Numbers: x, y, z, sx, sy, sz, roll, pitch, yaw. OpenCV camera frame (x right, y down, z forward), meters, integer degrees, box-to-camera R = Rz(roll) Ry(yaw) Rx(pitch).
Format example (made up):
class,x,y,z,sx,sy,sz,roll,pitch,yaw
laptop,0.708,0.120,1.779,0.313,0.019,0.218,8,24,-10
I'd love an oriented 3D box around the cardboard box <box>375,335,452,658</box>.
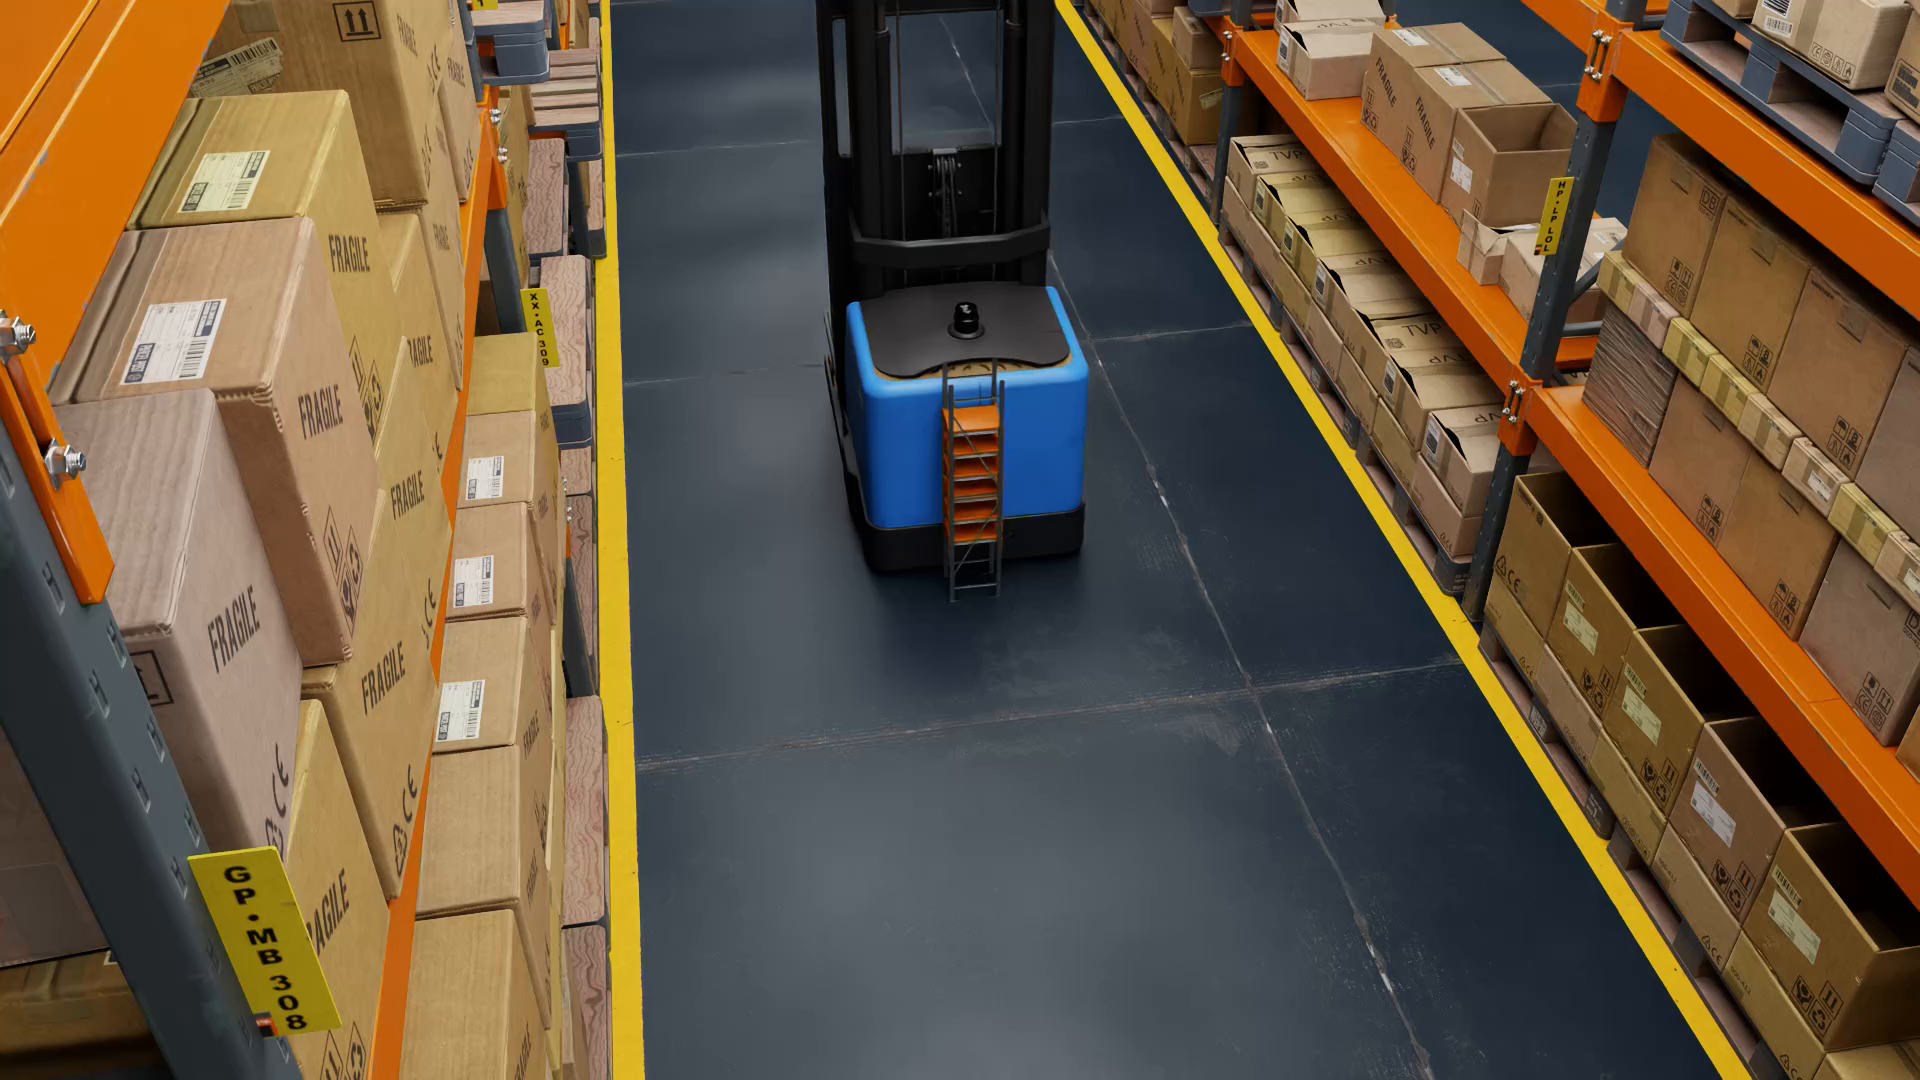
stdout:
class,x,y,z,sx,sy,sz,roll,pitch,yaw
cardboard box,-1.309,-0.040,3.213,0.500,0.500,0.500,-5,38,-6

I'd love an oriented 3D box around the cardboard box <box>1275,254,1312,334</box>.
class,x,y,z,sx,sy,sz,roll,pitch,yaw
cardboard box,2.120,-1.420,9.432,0.500,0.250,0.500,-7,38,-9

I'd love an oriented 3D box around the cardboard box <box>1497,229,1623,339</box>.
class,x,y,z,sx,sy,sz,roll,pitch,yaw
cardboard box,2.703,-1.122,7.272,0.500,0.250,0.500,-4,38,-5

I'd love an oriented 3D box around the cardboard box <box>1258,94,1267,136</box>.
class,x,y,z,sx,sy,sz,roll,pitch,yaw
cardboard box,2.235,-3.113,11.390,0.500,0.500,0.500,-8,38,-10

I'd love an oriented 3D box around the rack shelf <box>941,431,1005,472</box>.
class,x,y,z,sx,sy,sz,roll,pitch,yaw
rack shelf,0.057,-0.404,7.373,0.258,0.103,0.180,-6,38,-7

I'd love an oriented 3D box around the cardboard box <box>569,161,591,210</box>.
class,x,y,z,sx,sy,sz,roll,pitch,yaw
cardboard box,-2.745,-2.545,10.391,0.750,0.750,0.750,-7,38,-9

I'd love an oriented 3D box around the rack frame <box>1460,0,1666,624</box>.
class,x,y,z,sx,sy,sz,roll,pitch,yaw
rack frame,2.833,-0.889,6.849,1.000,3.000,0.127,-6,38,-8

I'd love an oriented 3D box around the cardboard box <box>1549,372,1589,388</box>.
class,x,y,z,sx,sy,sz,roll,pitch,yaw
cardboard box,2.923,-0.769,8.137,0.500,0.311,0.500,-7,38,-8

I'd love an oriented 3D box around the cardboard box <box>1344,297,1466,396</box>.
class,x,y,z,sx,sy,sz,roll,pitch,yaw
cardboard box,2.297,-1.019,8.459,0.500,0.311,0.500,-6,38,-8

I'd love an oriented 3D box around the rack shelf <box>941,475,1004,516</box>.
class,x,y,z,sx,sy,sz,roll,pitch,yaw
rack shelf,0.057,-0.214,7.520,0.258,0.103,0.180,-6,38,-7

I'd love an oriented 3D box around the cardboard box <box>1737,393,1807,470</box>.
class,x,y,z,sx,sy,sz,roll,pitch,yaw
cardboard box,2.869,-0.384,5.589,0.380,0.149,0.250,-7,38,-9

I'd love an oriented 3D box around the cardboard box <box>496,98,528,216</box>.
class,x,y,z,sx,sy,sz,roll,pitch,yaw
cardboard box,-2.337,-1.611,7.338,0.700,0.500,0.500,-1,38,-2

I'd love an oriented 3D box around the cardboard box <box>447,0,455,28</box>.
class,x,y,z,sx,sy,sz,roll,pitch,yaw
cardboard box,-1.689,-1.707,4.544,0.500,0.500,0.500,-9,39,-12

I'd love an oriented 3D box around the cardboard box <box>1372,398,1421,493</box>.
class,x,y,z,sx,sy,sz,roll,pitch,yaw
cardboard box,2.387,-0.494,8.239,0.500,0.250,0.500,-7,38,-9

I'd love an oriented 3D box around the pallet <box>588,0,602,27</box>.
class,x,y,z,sx,sy,sz,roll,pitch,yaw
pallet,-3.503,-4.552,13.837,1.003,0.211,1.213,-6,38,-8

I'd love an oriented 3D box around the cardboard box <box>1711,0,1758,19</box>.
class,x,y,z,sx,sy,sz,roll,pitch,yaw
cardboard box,2.661,-2.001,5.298,0.500,0.500,0.500,-3,38,-4

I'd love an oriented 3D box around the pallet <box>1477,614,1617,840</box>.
class,x,y,z,sx,sy,sz,roll,pitch,yaw
pallet,2.931,0.697,7.080,1.003,0.211,1.213,-6,38,-8

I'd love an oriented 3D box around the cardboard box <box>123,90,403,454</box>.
class,x,y,z,sx,sy,sz,roll,pitch,yaw
cardboard box,-1.310,-0.440,2.913,0.500,0.500,0.500,-5,38,-7

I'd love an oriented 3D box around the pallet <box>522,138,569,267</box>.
class,x,y,z,sx,sy,sz,roll,pitch,yaw
pallet,-2.358,-1.503,7.795,1.003,0.211,1.213,-6,38,-8

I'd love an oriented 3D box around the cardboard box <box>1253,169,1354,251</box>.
class,x,y,z,sx,sy,sz,roll,pitch,yaw
cardboard box,2.034,-1.942,9.646,0.500,0.311,0.500,-7,38,-9

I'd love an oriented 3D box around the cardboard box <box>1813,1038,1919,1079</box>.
class,x,y,z,sx,sy,sz,roll,pitch,yaw
cardboard box,3.049,1.854,5.217,0.500,0.250,0.500,-6,38,-8

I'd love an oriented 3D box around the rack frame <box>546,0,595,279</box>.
class,x,y,z,sx,sy,sz,roll,pitch,yaw
rack frame,-2.745,-2.770,9.270,1.000,3.000,0.127,-6,38,-8

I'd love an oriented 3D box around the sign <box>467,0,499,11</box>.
class,x,y,z,sx,sy,sz,roll,pitch,yaw
sign,-1.511,-1.805,5.162,0.100,0.325,0.005,-6,38,-8

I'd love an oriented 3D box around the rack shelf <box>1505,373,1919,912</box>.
class,x,y,z,sx,sy,sz,roll,pitch,yaw
rack shelf,3.183,0.603,5.515,1.077,0.370,4.000,-6,38,-8

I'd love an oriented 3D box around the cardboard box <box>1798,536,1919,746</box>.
class,x,y,z,sx,sy,sz,roll,pitch,yaw
cardboard box,3.190,0.270,5.276,0.700,0.500,0.500,-5,38,-7

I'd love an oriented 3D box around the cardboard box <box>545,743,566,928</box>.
class,x,y,z,sx,sy,sz,roll,pitch,yaw
cardboard box,-1.390,0.859,4.705,0.500,0.250,0.500,-6,38,-8

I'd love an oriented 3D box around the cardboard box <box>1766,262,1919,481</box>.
class,x,y,z,sx,sy,sz,roll,pitch,yaw
cardboard box,3.093,-0.566,5.294,0.700,0.500,0.500,-6,38,-8

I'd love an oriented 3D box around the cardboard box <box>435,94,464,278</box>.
class,x,y,z,sx,sy,sz,roll,pitch,yaw
cardboard box,-1.636,-1.000,4.450,0.500,0.500,0.500,-9,39,-12

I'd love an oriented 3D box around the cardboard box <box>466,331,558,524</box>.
class,x,y,z,sx,sy,sz,roll,pitch,yaw
cardboard box,-1.656,-0.346,5.645,0.500,0.500,0.500,-6,38,-8

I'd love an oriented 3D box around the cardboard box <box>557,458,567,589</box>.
class,x,y,z,sx,sy,sz,roll,pitch,yaw
cardboard box,-1.662,-0.049,5.874,0.500,0.250,0.500,-6,38,-8

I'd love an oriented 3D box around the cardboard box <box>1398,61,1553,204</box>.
class,x,y,z,sx,sy,sz,roll,pitch,yaw
cardboard box,2.534,-2.015,8.217,0.500,0.500,0.500,-6,38,-8

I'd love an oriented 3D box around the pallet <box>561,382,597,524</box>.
class,x,y,z,sx,sy,sz,roll,pitch,yaw
pallet,-2.399,-0.461,8.571,1.003,0.211,1.213,-6,38,-8

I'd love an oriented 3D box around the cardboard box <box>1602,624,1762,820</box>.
class,x,y,z,sx,sy,sz,roll,pitch,yaw
cardboard box,2.781,0.653,6.152,0.500,0.500,0.500,-6,38,-8

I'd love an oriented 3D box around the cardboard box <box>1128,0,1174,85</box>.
class,x,y,z,sx,sy,sz,roll,pitch,yaw
cardboard box,1.548,-3.660,12.095,0.500,0.500,0.500,-8,38,-10

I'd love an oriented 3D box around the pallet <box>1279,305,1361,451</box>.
class,x,y,z,sx,sy,sz,roll,pitch,yaw
pallet,2.448,-0.967,9.222,1.003,0.211,1.213,-6,38,-8

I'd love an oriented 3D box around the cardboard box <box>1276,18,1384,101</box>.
class,x,y,z,sx,sy,sz,roll,pitch,yaw
cardboard box,2.097,-2.708,9.264,0.500,0.311,0.500,-7,38,-8

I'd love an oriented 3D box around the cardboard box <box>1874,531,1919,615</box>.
class,x,y,z,sx,sy,sz,roll,pitch,yaw
cardboard box,3.005,0.085,4.986,0.380,0.149,0.250,-7,38,-9

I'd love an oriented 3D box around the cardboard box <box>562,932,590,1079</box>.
class,x,y,z,sx,sy,sz,roll,pitch,yaw
cardboard box,-1.555,1.655,5.253,0.700,0.500,0.500,-9,39,-11

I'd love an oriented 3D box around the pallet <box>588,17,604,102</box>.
class,x,y,z,sx,sy,sz,roll,pitch,yaw
pallet,-3.237,-3.627,12.646,1.003,0.211,1.213,-6,38,-8

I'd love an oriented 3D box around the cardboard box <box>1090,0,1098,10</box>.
class,x,y,z,sx,sy,sz,roll,pitch,yaw
cardboard box,1.275,-4.589,13.291,0.500,0.500,0.500,-8,39,-10

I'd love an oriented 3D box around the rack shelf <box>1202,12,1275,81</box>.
class,x,y,z,sx,sy,sz,roll,pitch,yaw
rack shelf,1.781,-4.229,11.734,1.077,0.370,4.000,-6,38,-8

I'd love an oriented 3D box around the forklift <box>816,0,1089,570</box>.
class,x,y,z,sx,sy,sz,roll,pitch,yaw
forklift,-0.148,-1.916,8.227,1.130,2.935,3.031,-6,38,-7

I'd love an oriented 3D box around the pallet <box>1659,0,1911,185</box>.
class,x,y,z,sx,sy,sz,roll,pitch,yaw
pallet,3.008,-1.526,5.296,1.003,0.211,1.213,-6,38,-8

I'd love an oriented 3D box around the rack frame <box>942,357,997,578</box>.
class,x,y,z,sx,sy,sz,roll,pitch,yaw
rack frame,0.043,-0.305,7.564,0.240,1.200,0.006,-6,38,-7

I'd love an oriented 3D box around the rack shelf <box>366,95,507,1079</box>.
class,x,y,z,sx,sy,sz,roll,pitch,yaw
rack shelf,-1.693,-0.046,3.906,1.077,0.370,4.000,-6,38,-8

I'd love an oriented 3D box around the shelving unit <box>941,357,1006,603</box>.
class,x,y,z,sx,sy,sz,roll,pitch,yaw
shelving unit,0.057,-0.249,7.493,0.258,1.200,0.189,-6,38,-7

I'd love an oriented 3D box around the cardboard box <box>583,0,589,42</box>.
class,x,y,z,sx,sy,sz,roll,pitch,yaw
cardboard box,-3.204,-4.124,12.423,0.750,0.750,0.750,-6,38,-7

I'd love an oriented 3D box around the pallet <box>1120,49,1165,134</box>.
class,x,y,z,sx,sy,sz,roll,pitch,yaw
pallet,1.827,-3.394,12.346,1.003,0.211,1.213,-6,38,-8

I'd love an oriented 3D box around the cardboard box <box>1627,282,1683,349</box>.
class,x,y,z,sx,sy,sz,roll,pitch,yaw
cardboard box,2.733,-0.850,6.188,0.380,0.149,0.250,-6,38,-7

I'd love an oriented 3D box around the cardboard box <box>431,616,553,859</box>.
class,x,y,z,sx,sy,sz,roll,pitch,yaw
cardboard box,-1.394,0.574,4.461,0.500,0.500,0.500,-5,38,-7

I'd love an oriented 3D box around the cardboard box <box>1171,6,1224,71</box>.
class,x,y,z,sx,sy,sz,roll,pitch,yaw
cardboard box,1.722,-3.361,11.098,0.500,0.250,0.500,-5,38,-6

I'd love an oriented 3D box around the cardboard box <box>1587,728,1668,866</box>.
class,x,y,z,sx,sy,sz,roll,pitch,yaw
cardboard box,2.781,0.949,6.382,0.500,0.250,0.500,-6,38,-8

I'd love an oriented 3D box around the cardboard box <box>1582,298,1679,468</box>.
class,x,y,z,sx,sy,sz,roll,pitch,yaw
cardboard box,2.917,-0.661,6.474,0.700,0.500,0.500,-7,38,-9

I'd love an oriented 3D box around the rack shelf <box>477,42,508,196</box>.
class,x,y,z,sx,sy,sz,roll,pitch,yaw
rack shelf,-2.394,-2.462,7.016,1.077,0.370,4.000,-6,38,-8
